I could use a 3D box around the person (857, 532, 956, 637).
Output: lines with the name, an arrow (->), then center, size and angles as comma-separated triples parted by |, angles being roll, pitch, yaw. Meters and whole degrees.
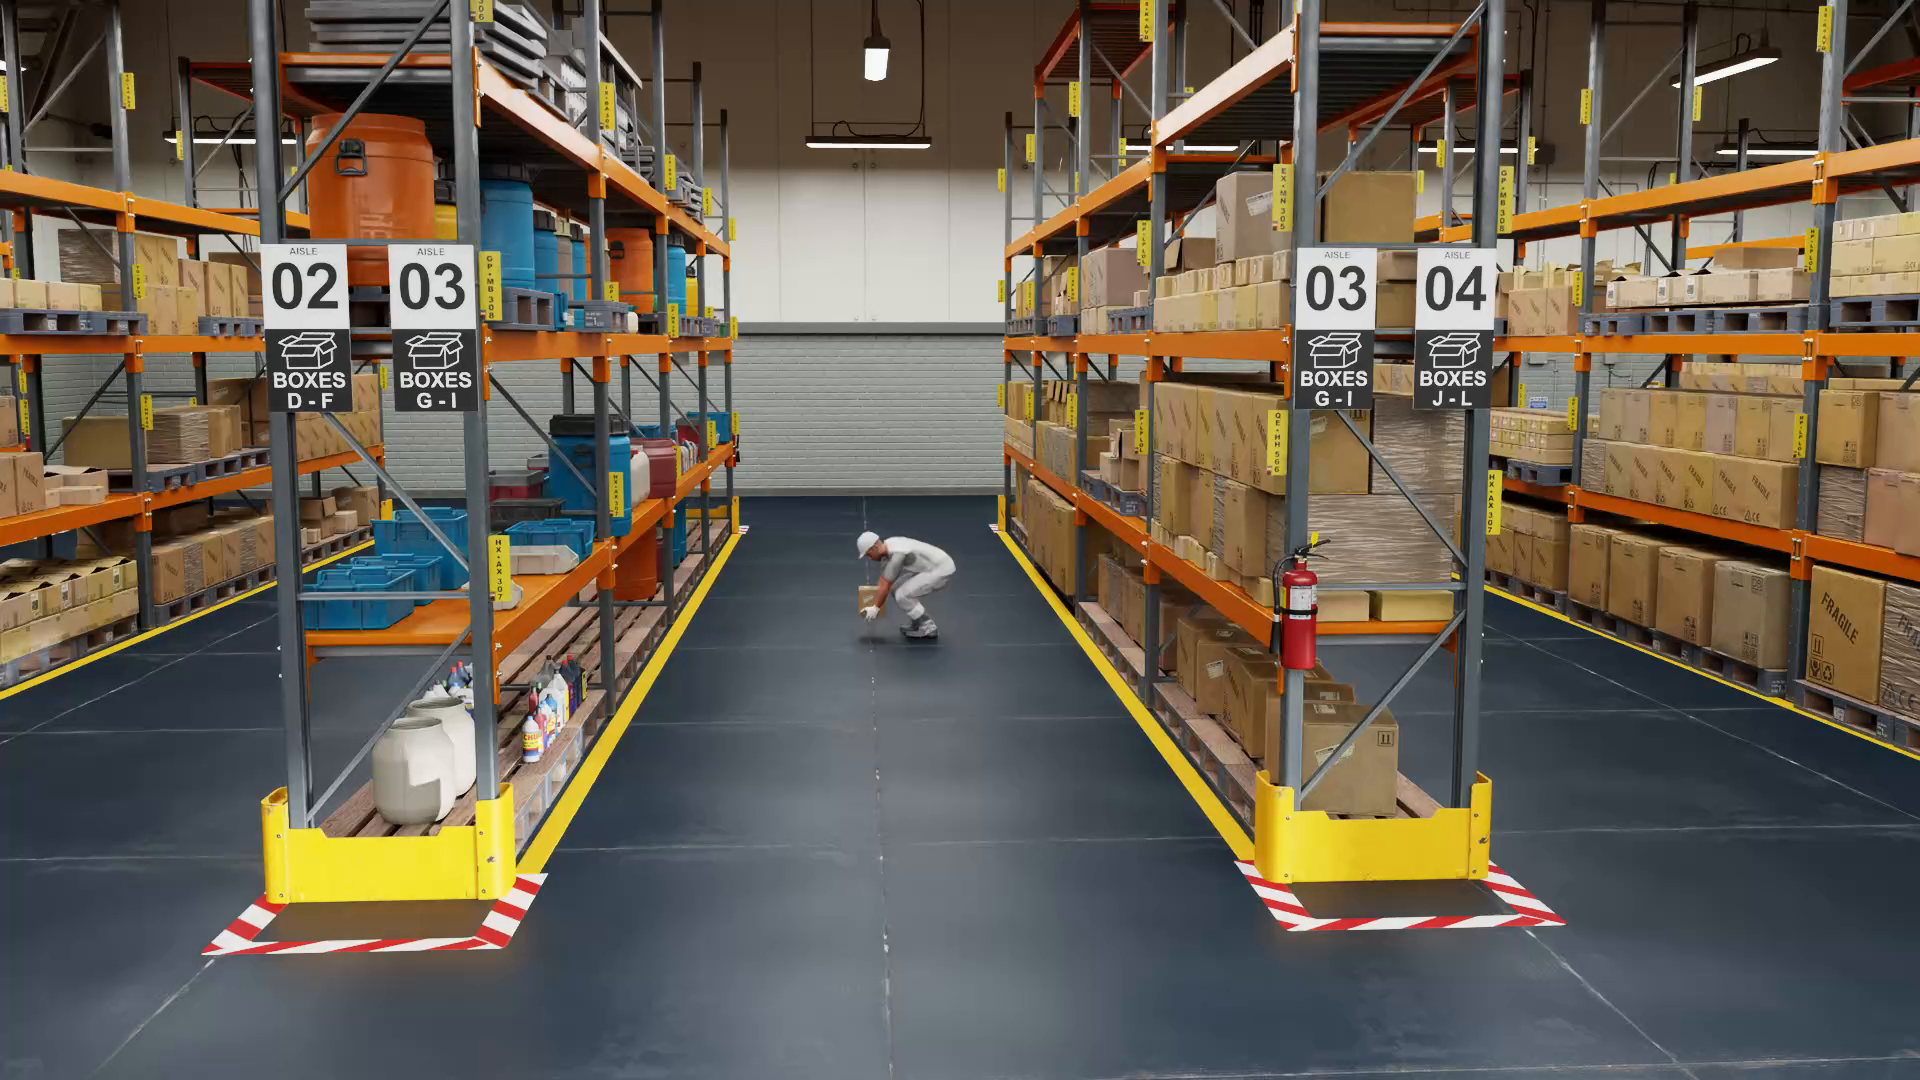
person -> -0.500, 0.409, 15.608 | 0.921, 0.988, 0.524 | -1, 7, -5
